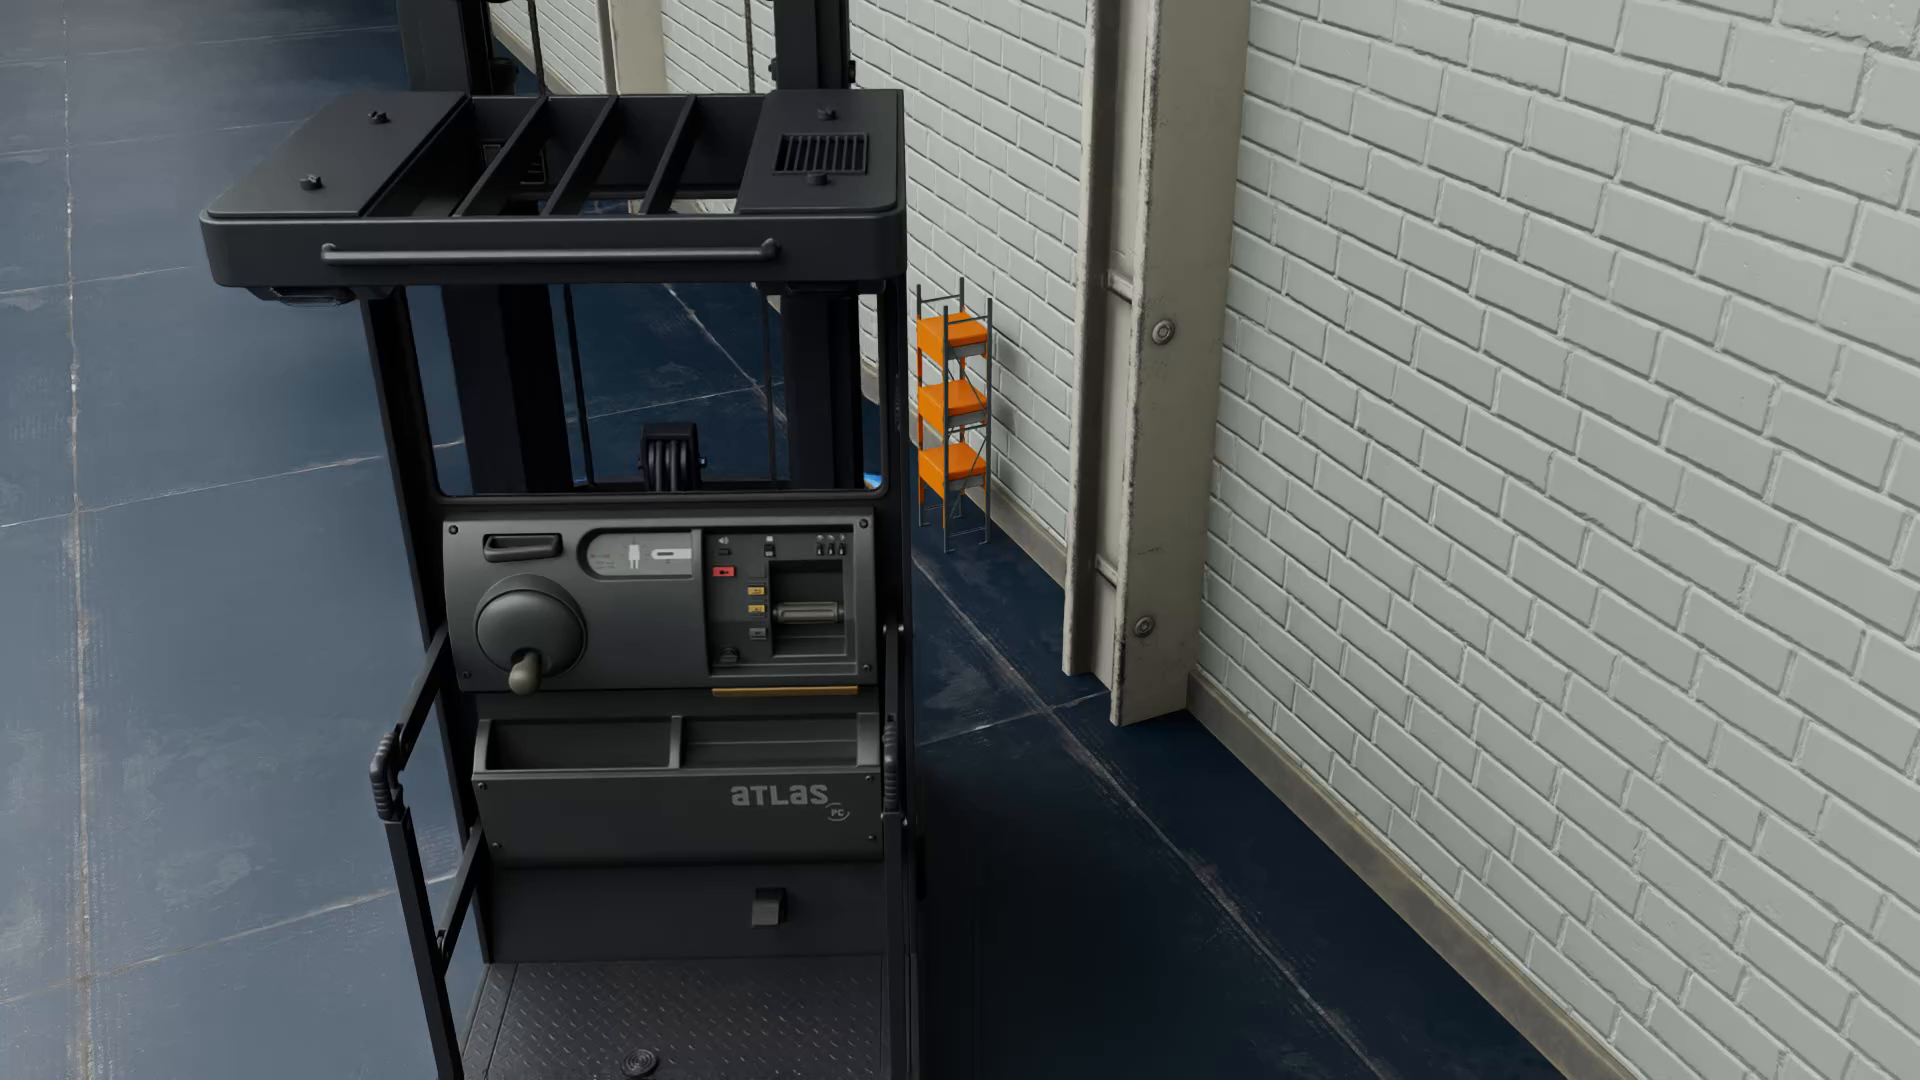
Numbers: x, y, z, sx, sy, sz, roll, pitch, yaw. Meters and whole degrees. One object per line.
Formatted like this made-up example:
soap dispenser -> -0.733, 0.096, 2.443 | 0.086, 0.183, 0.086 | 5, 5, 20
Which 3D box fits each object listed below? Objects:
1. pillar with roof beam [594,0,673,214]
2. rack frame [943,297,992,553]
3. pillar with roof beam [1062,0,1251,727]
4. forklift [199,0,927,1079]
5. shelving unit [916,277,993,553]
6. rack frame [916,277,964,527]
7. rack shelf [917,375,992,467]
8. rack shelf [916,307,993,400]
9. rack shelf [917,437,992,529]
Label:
pillar with roof beam -> -5.879, -5.158, 6.747 | 9.100, 9.000, 0.400 | -13, 32, -22
rack frame -> 0.029, -0.428, 6.439 | 0.200, 1.050, 0.008 | -13, 32, -22
pillar with roof beam -> -3.303, -2.507, 2.021 | 9.100, 9.000, 0.400 | -13, 32, -22
forklift -> -0.640, 0.179, 3.434 | 1.130, 2.935, 3.031 | -1, 29, -2
shelving unit -> -0.023, -0.482, 6.535 | 0.215, 1.050, 0.252 | -13, 32, -22
rack frame -> -0.075, -0.535, 6.631 | 0.200, 1.050, 0.008 | -13, 32, -22
rack shelf -> -0.023, -0.472, 6.541 | 0.215, 0.259, 0.240 | -13, 32, -22
rack shelf -> -0.023, -0.720, 6.402 | 0.215, 0.259, 0.240 | -13, 32, -22
rack shelf -> -0.023, -0.230, 6.676 | 0.215, 0.259, 0.240 | -13, 32, -22
